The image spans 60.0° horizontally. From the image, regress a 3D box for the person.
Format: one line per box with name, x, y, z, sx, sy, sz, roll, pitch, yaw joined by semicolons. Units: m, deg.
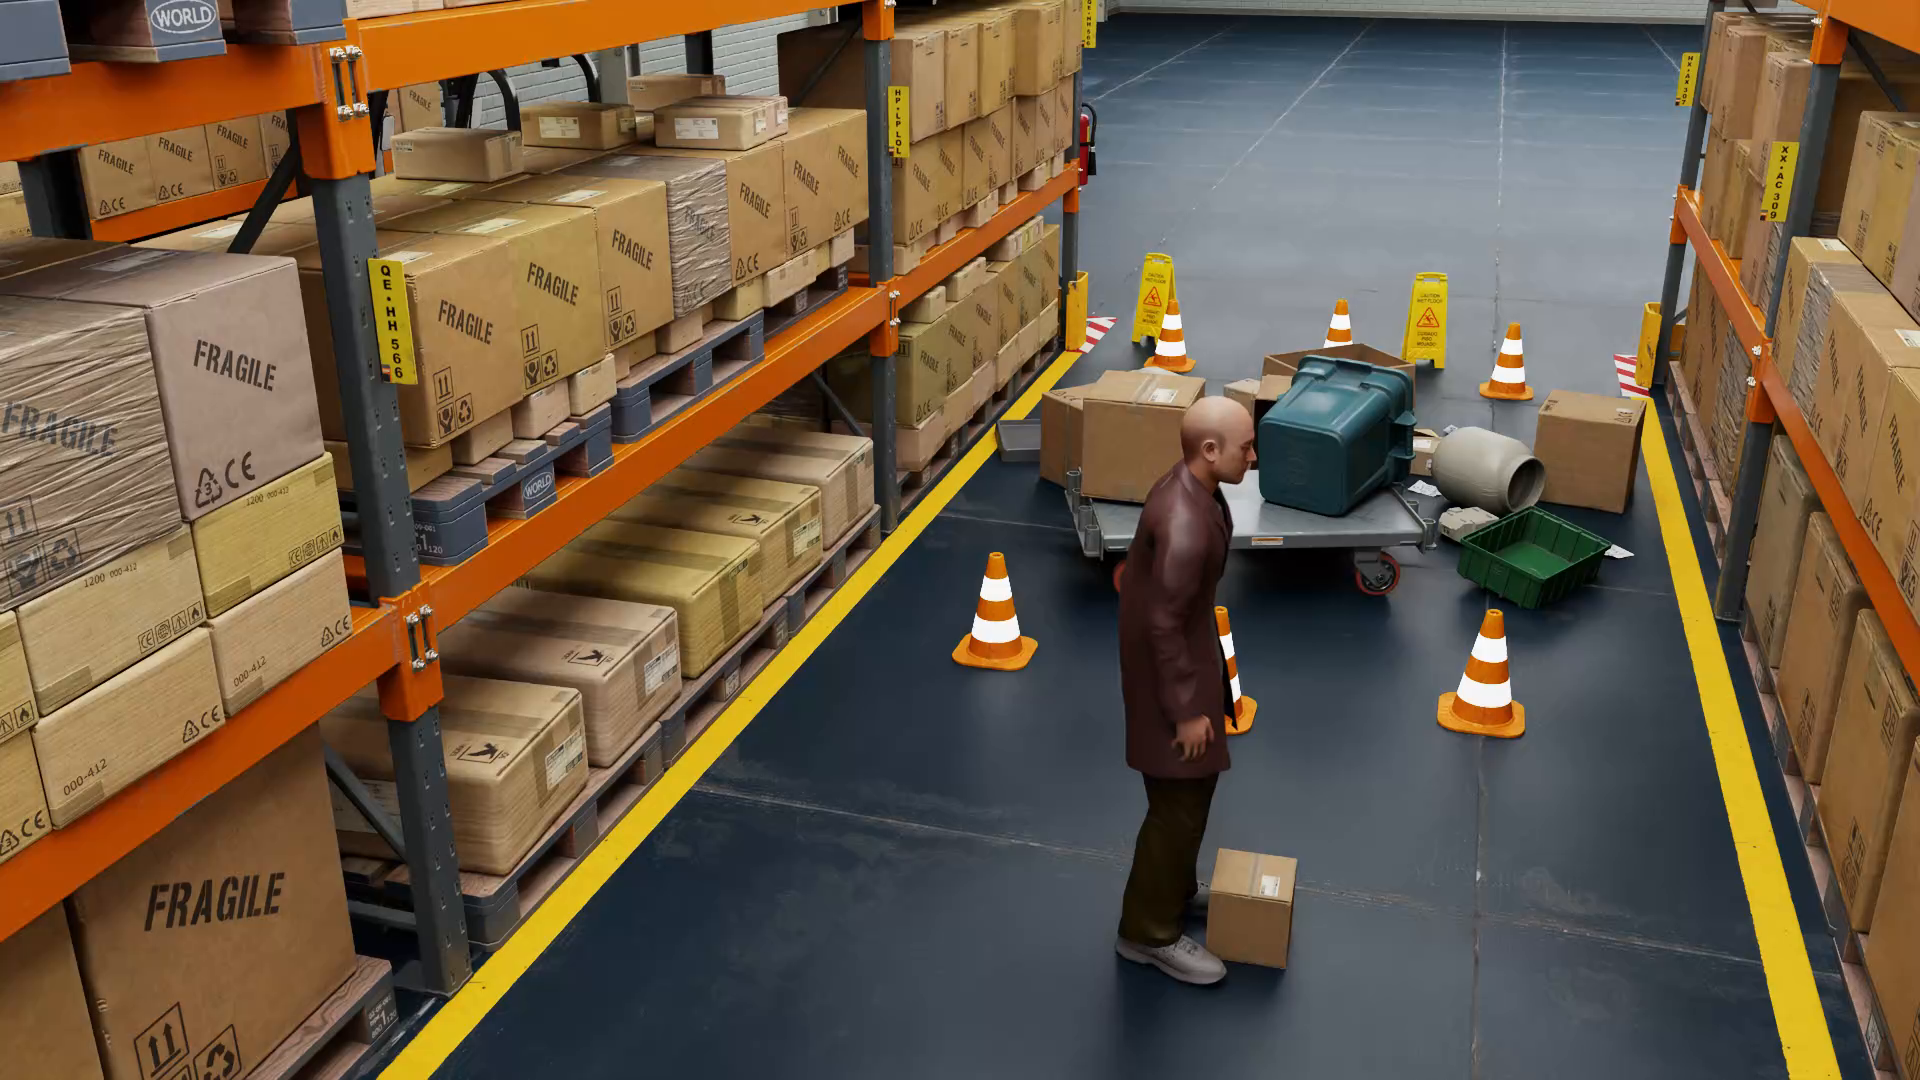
person;0.684;0.422;5.043;0.418;1.774;0.656;5;22;13
